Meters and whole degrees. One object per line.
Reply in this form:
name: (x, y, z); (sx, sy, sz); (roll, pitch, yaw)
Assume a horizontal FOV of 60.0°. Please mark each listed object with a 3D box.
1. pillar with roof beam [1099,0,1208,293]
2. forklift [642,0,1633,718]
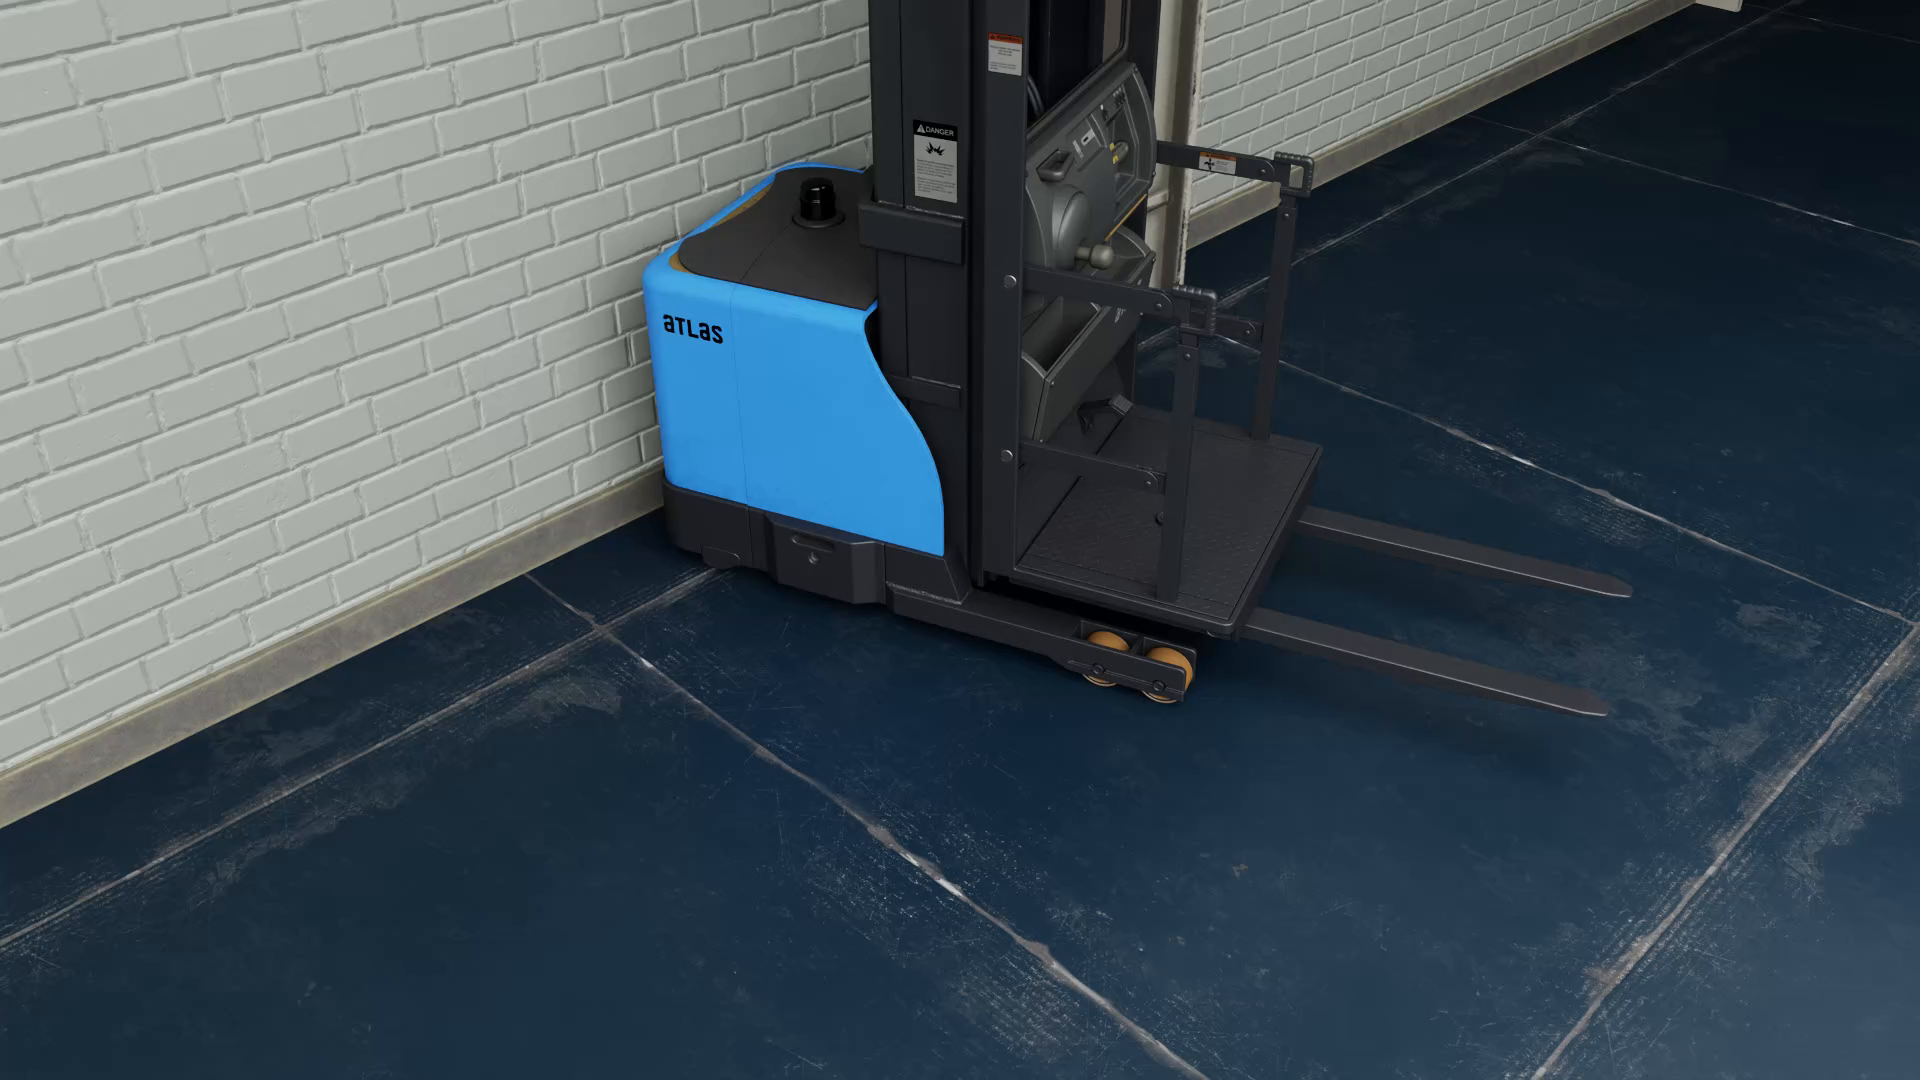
pillar with roof beam: (3.789, -3.016, 2.208); (9.100, 9.000, 0.400); (30, 45, 35)
forklift: (0.568, -1.056, 4.701); (3.031, 2.935, 1.130); (14, 37, 20)
